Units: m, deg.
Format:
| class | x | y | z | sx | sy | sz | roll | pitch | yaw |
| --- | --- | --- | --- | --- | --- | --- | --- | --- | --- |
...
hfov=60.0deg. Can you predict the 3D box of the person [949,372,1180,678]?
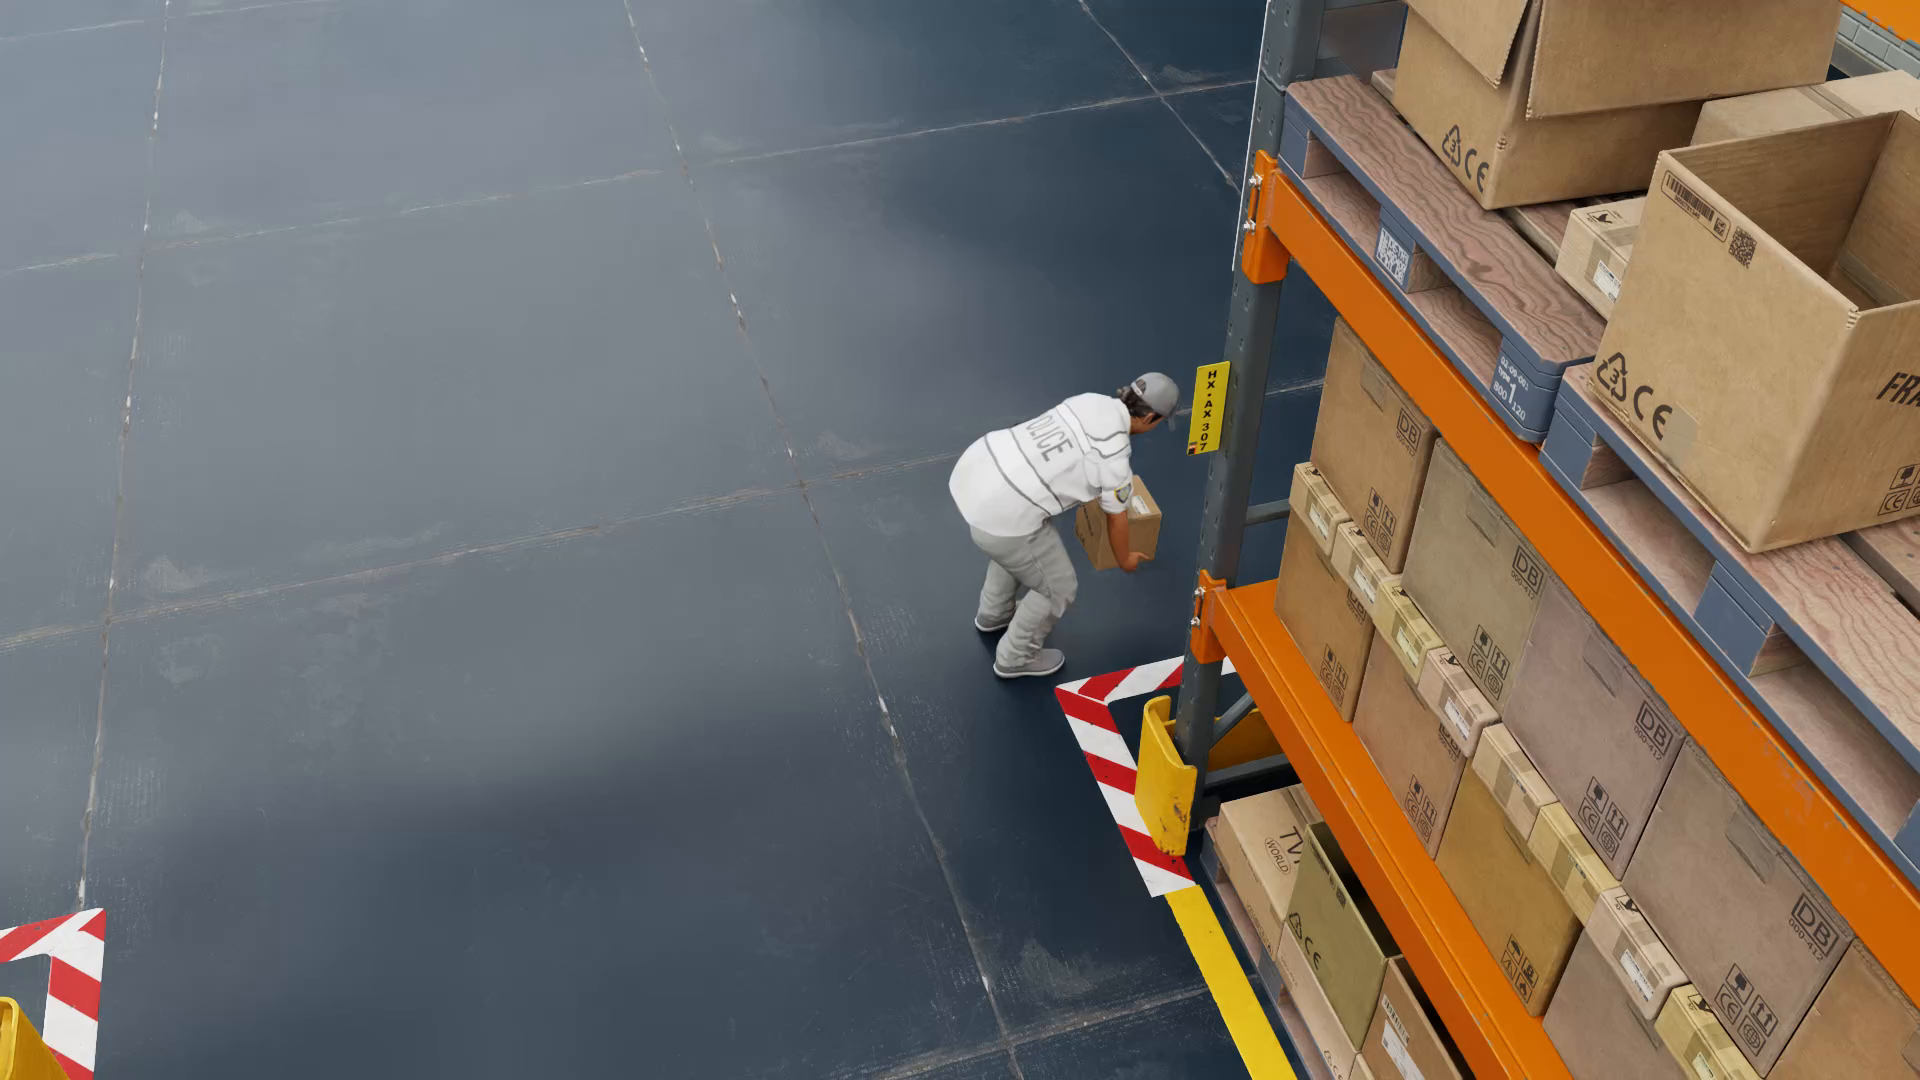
| class | x | y | z | sx | sy | sz | roll | pitch | yaw |
| --- | --- | --- | --- | --- | --- | --- | --- | --- | --- |
| person | 0.409 | -0.067 | 6.539 | 0.893 | 1.257 | 0.477 | -13 | 44 | -14 |
